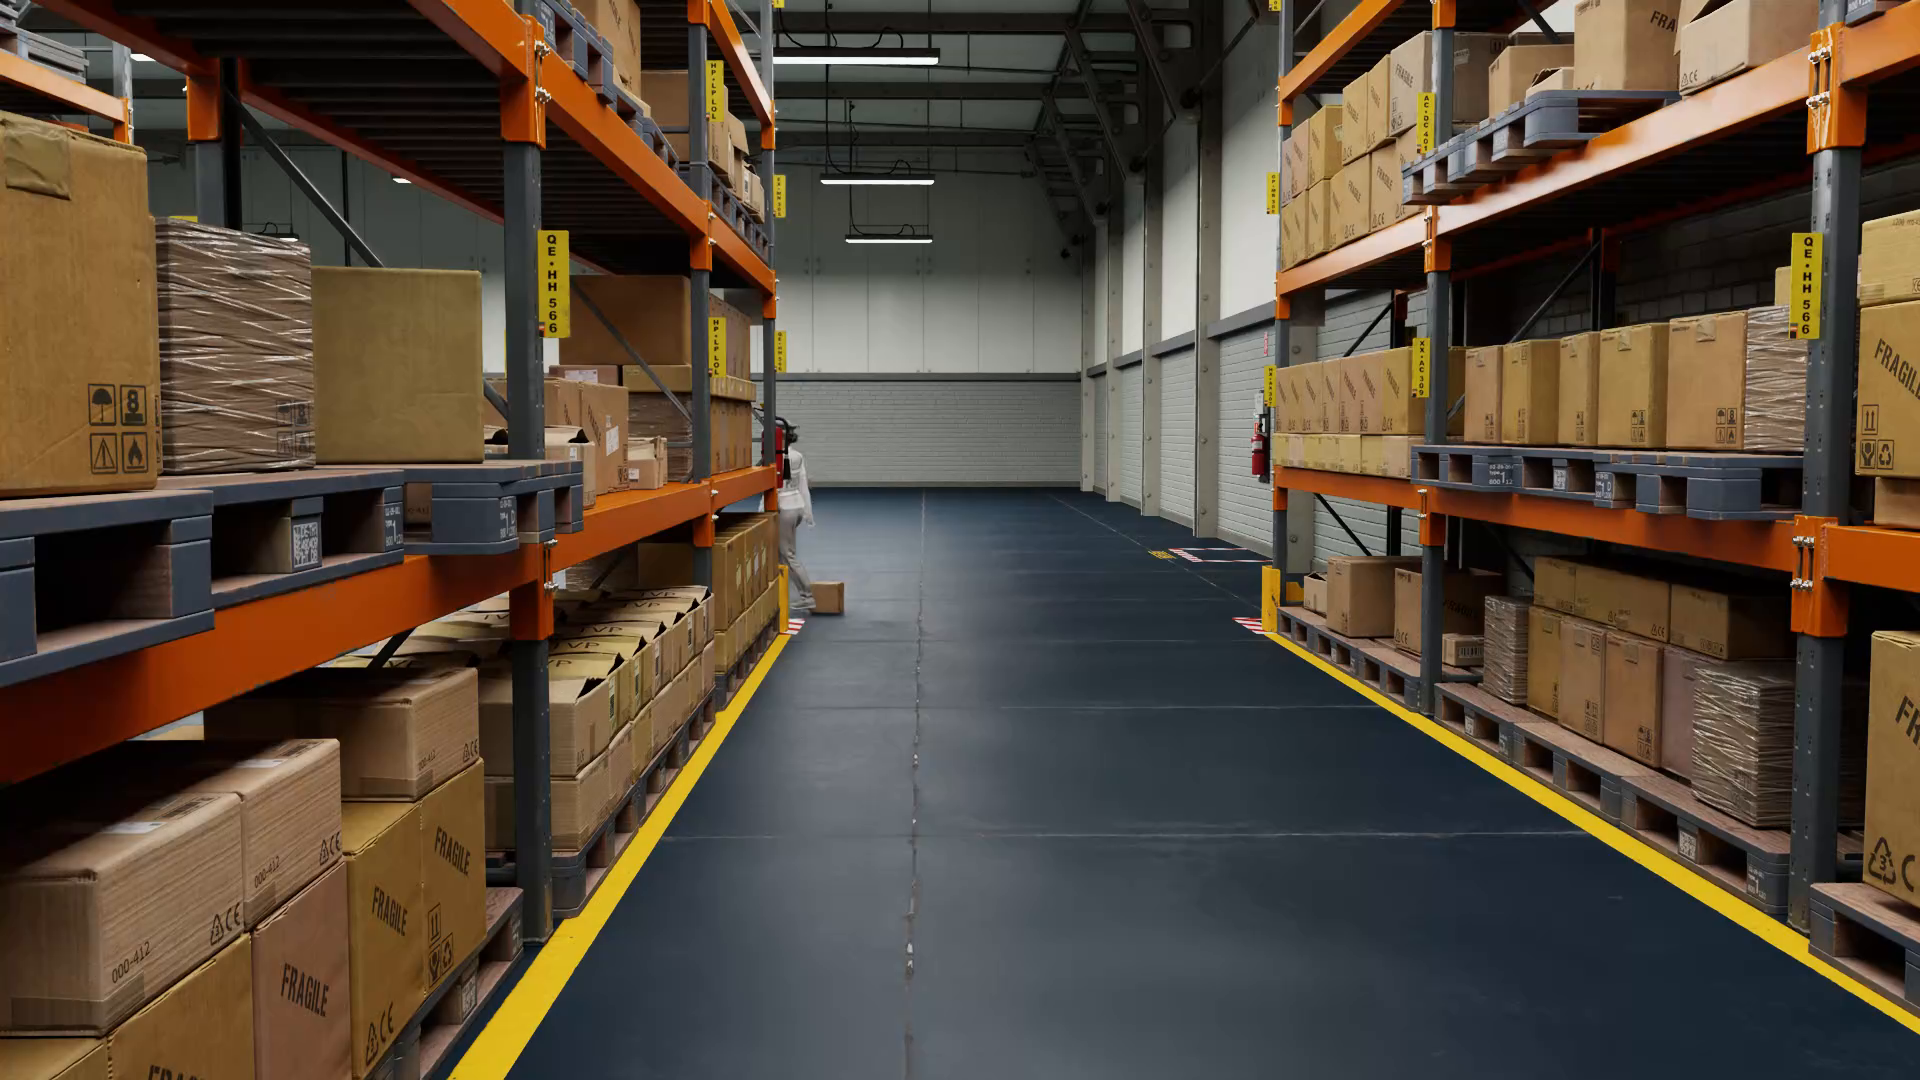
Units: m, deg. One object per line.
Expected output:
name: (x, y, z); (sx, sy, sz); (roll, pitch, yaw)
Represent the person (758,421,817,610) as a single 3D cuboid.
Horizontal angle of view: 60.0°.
person: (-1.565, -0.182, 14.348); (0.667, 1.699, 0.556); (1, 4, 17)
